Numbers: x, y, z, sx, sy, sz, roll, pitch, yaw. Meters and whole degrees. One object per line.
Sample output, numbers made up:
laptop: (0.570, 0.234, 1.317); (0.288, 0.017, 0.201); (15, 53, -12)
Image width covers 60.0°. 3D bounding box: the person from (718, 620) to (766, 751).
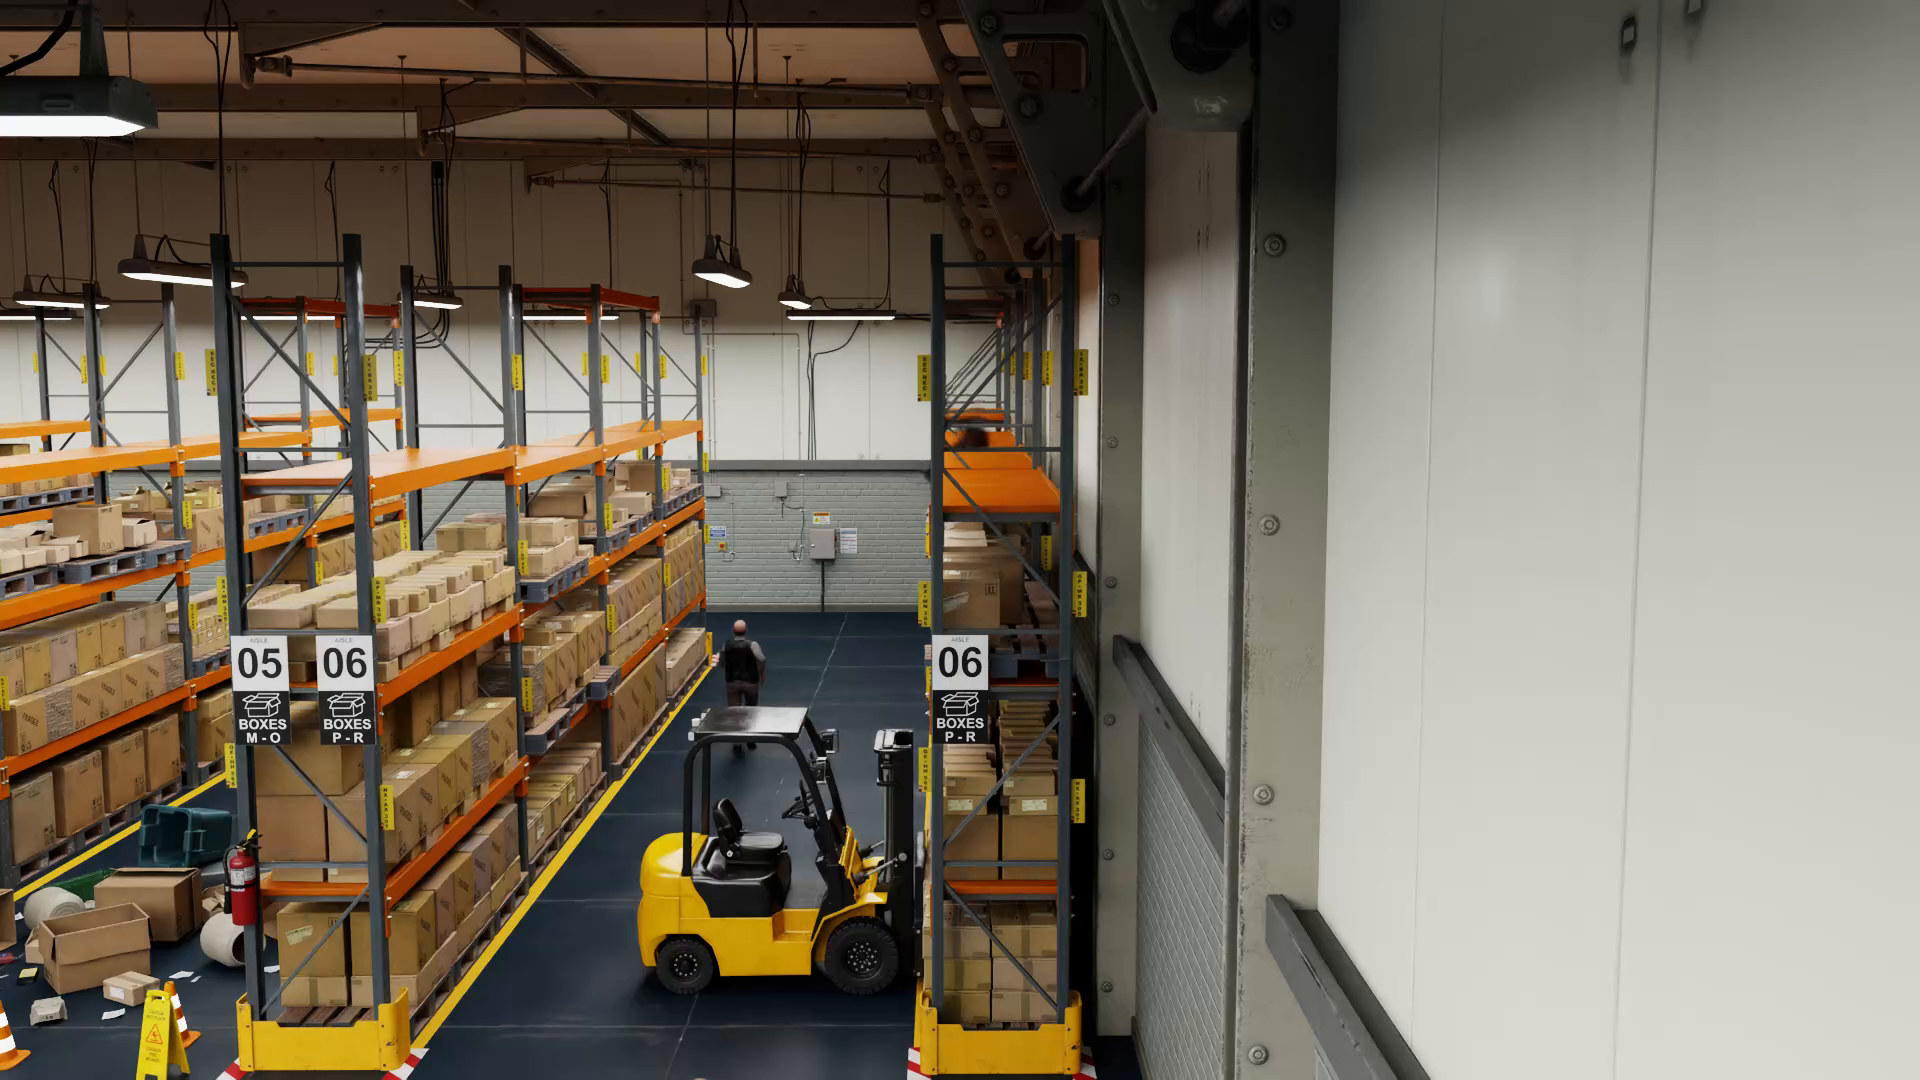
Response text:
person: (-2.844, 1.840, 21.748); (0.626, 1.603, 0.734); (-1, 6, -6)
